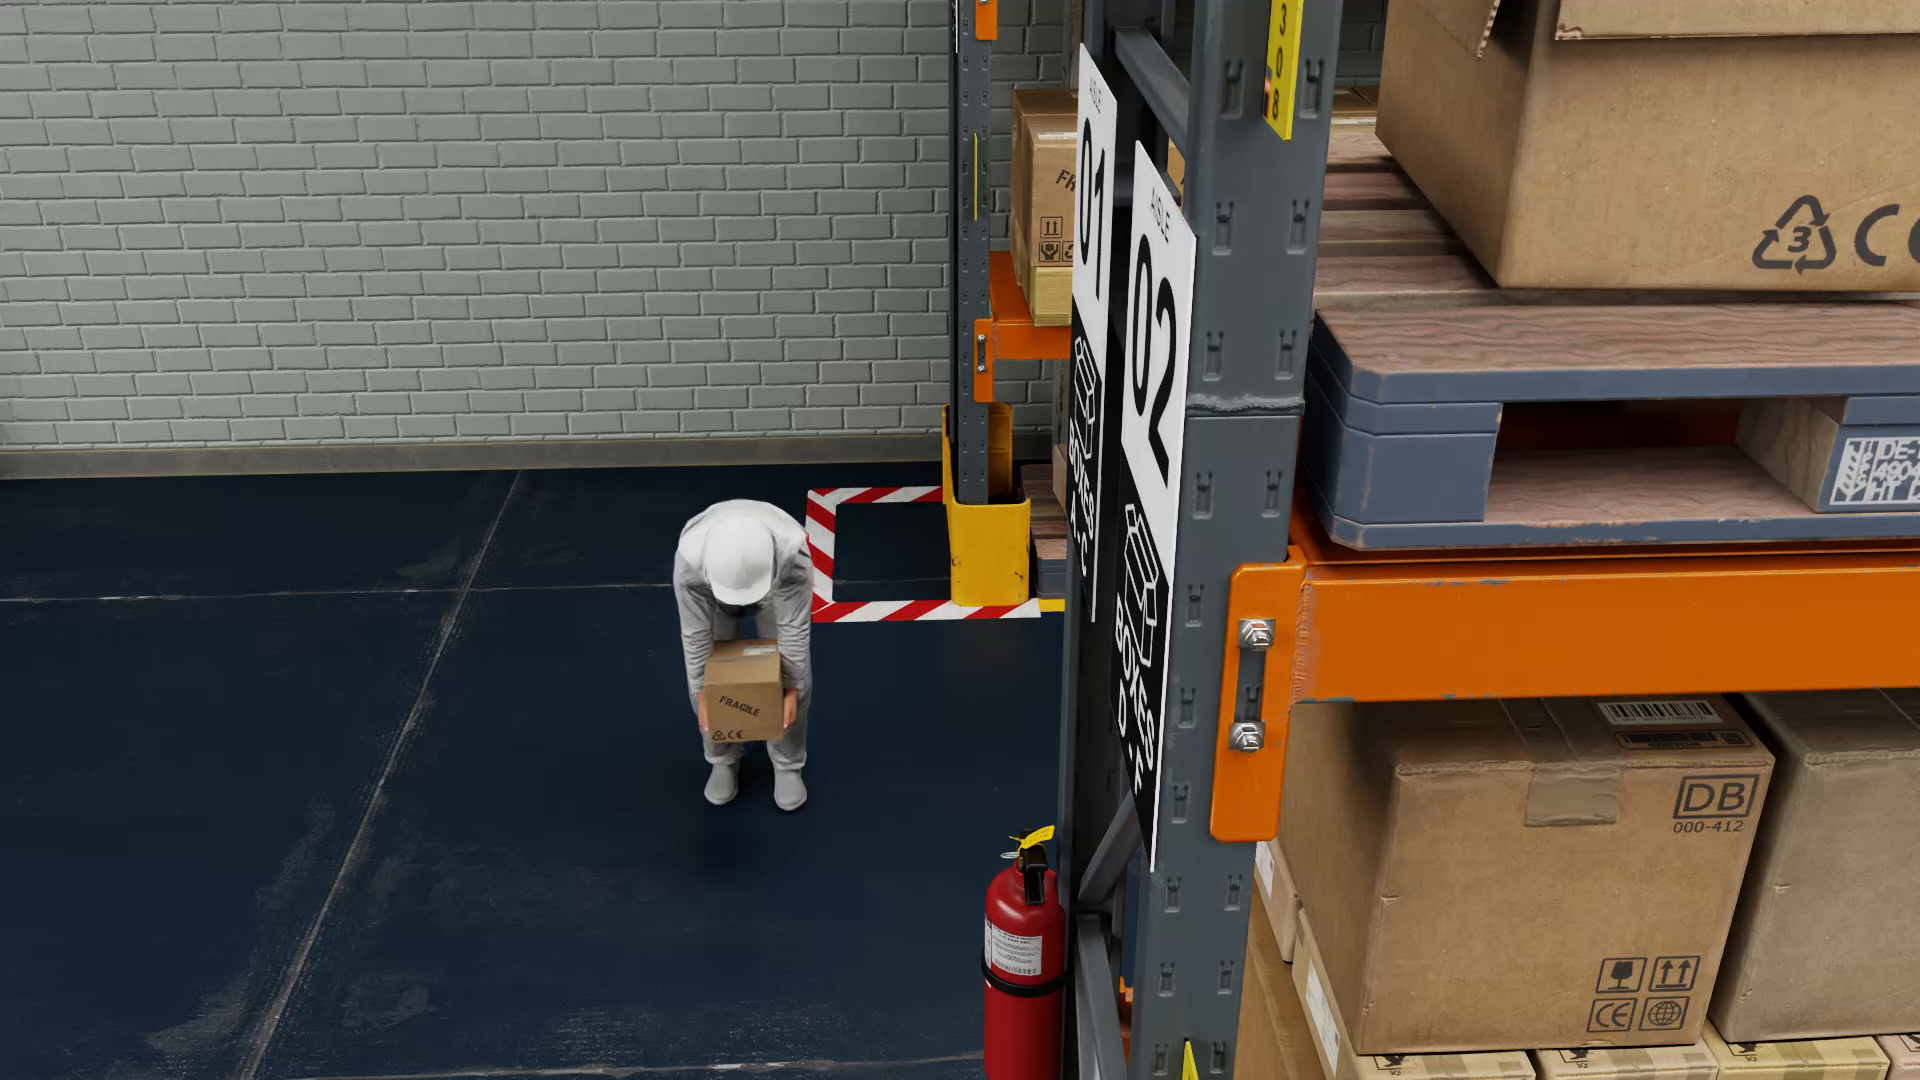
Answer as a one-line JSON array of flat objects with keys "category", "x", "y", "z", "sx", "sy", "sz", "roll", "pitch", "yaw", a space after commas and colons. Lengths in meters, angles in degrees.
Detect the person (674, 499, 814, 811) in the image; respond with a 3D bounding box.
[{"category": "person", "x": -0.729, "y": 0.389, "z": 5.764, "sx": 0.473, "sy": 1.385, "sz": 0.919, "roll": -2, "pitch": 27, "yaw": -4}]
